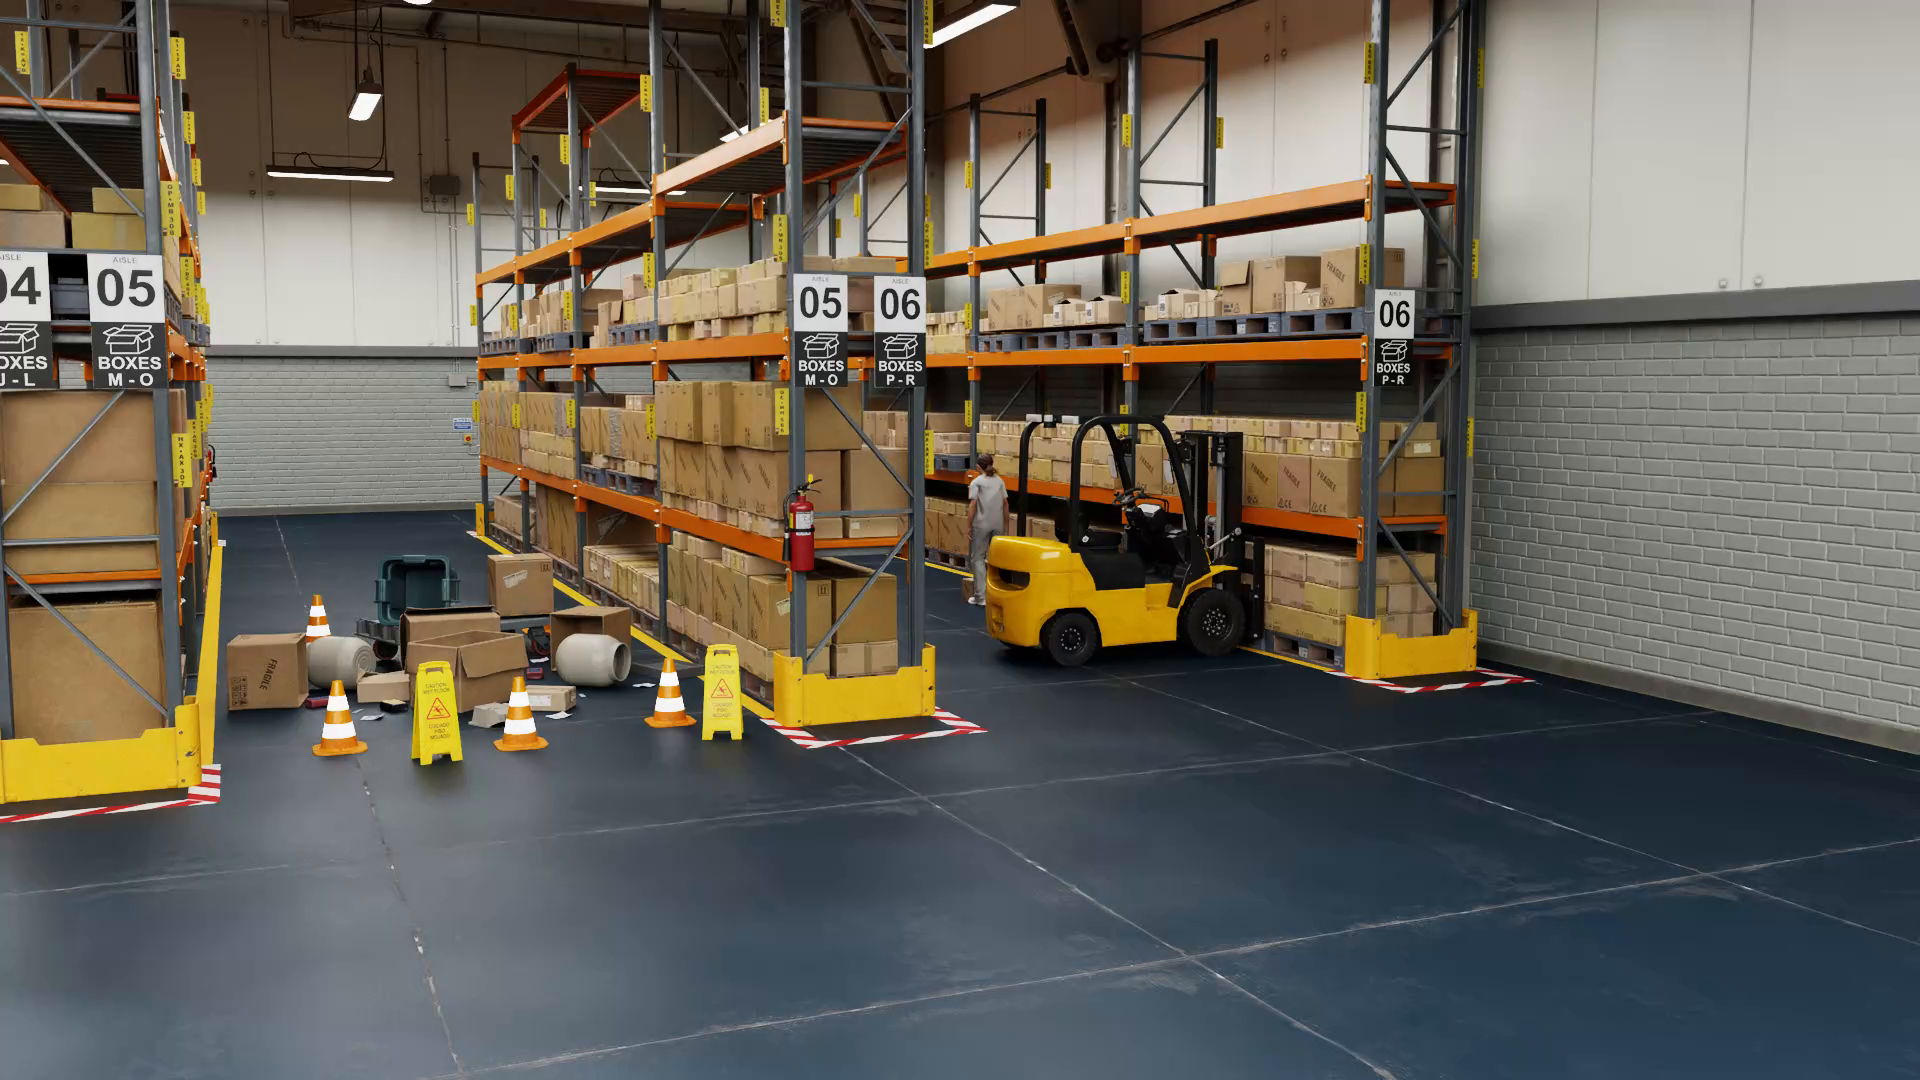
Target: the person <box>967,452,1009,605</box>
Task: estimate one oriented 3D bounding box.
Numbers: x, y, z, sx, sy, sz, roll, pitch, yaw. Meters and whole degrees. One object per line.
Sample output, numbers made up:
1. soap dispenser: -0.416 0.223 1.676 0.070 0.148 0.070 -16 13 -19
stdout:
1. person: 0.304 -0.124 18.264 0.486 1.673 0.358 -2 6 -23
